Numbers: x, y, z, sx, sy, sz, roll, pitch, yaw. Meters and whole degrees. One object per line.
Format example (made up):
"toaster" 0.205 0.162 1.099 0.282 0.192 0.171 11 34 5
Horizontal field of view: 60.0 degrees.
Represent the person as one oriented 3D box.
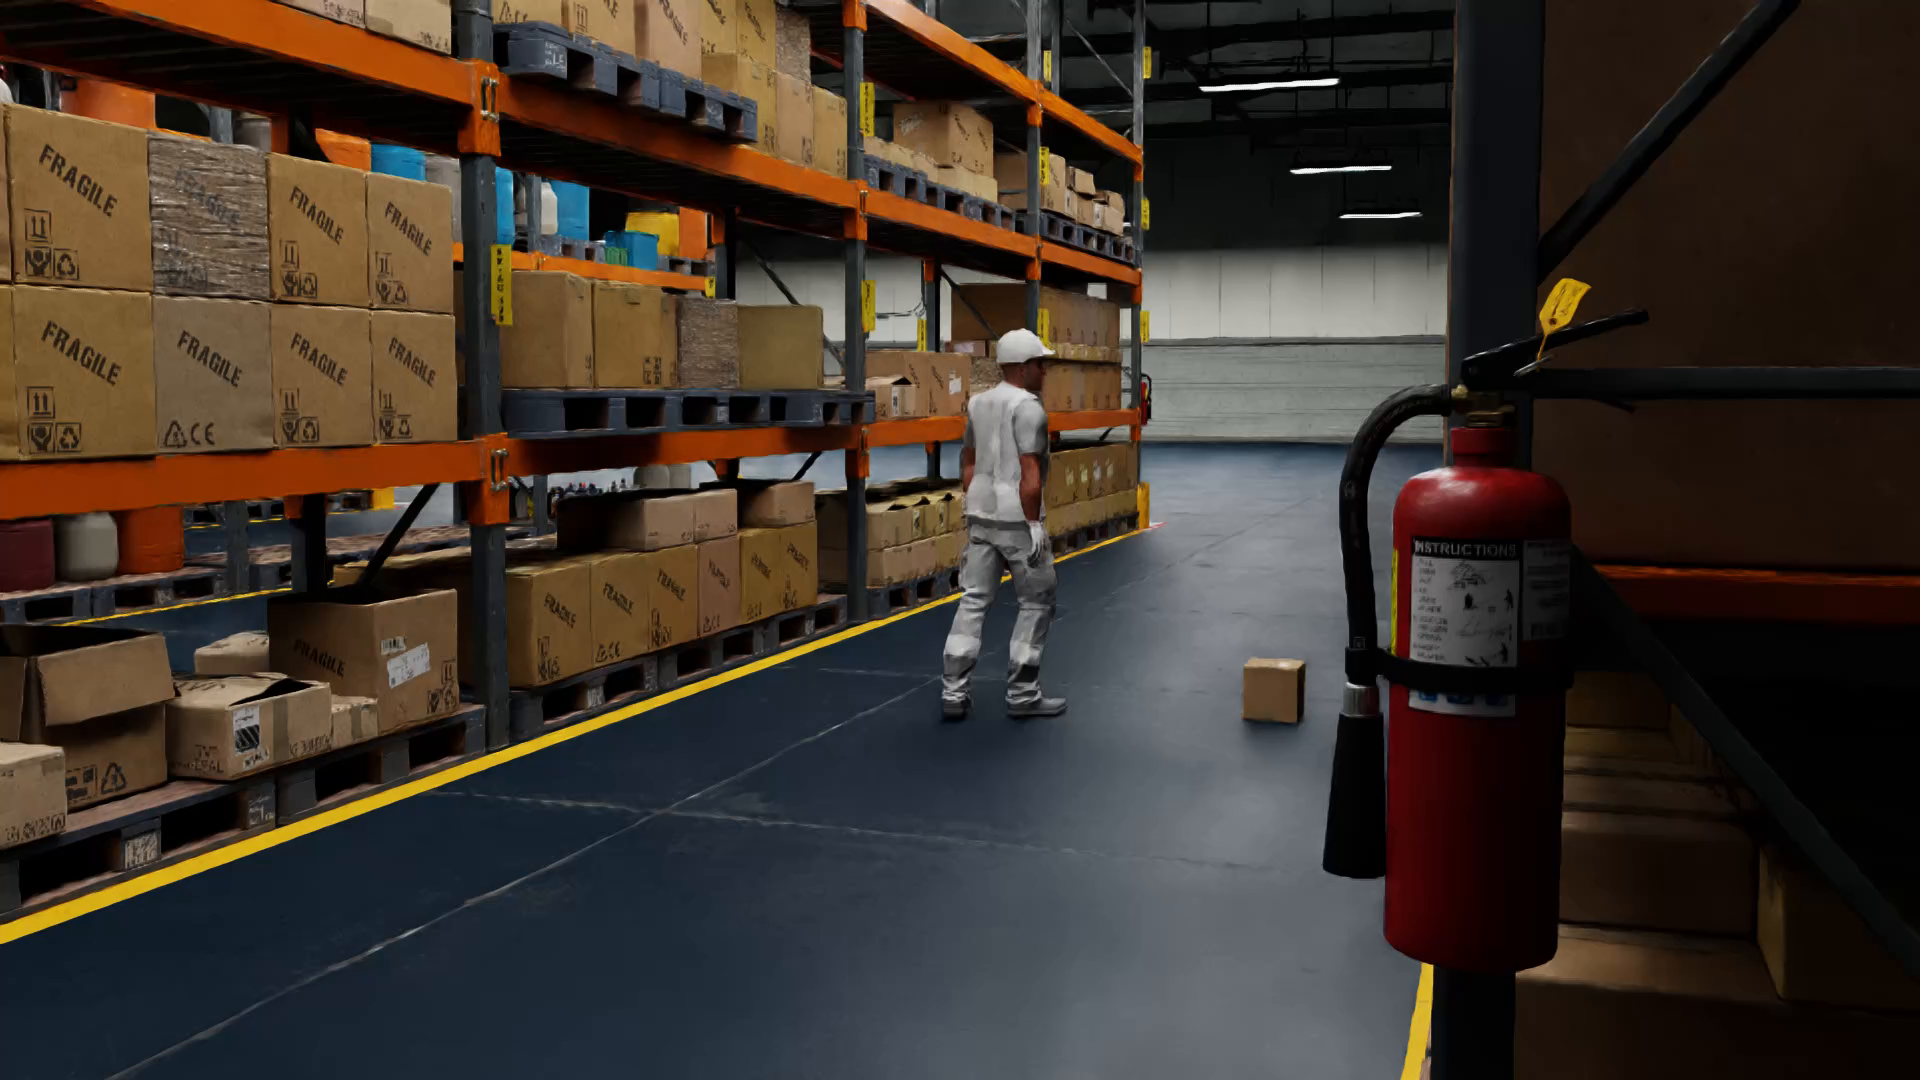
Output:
"person" 0.194 -0.072 7.634 0.584 1.780 0.569 -4 7 -39
